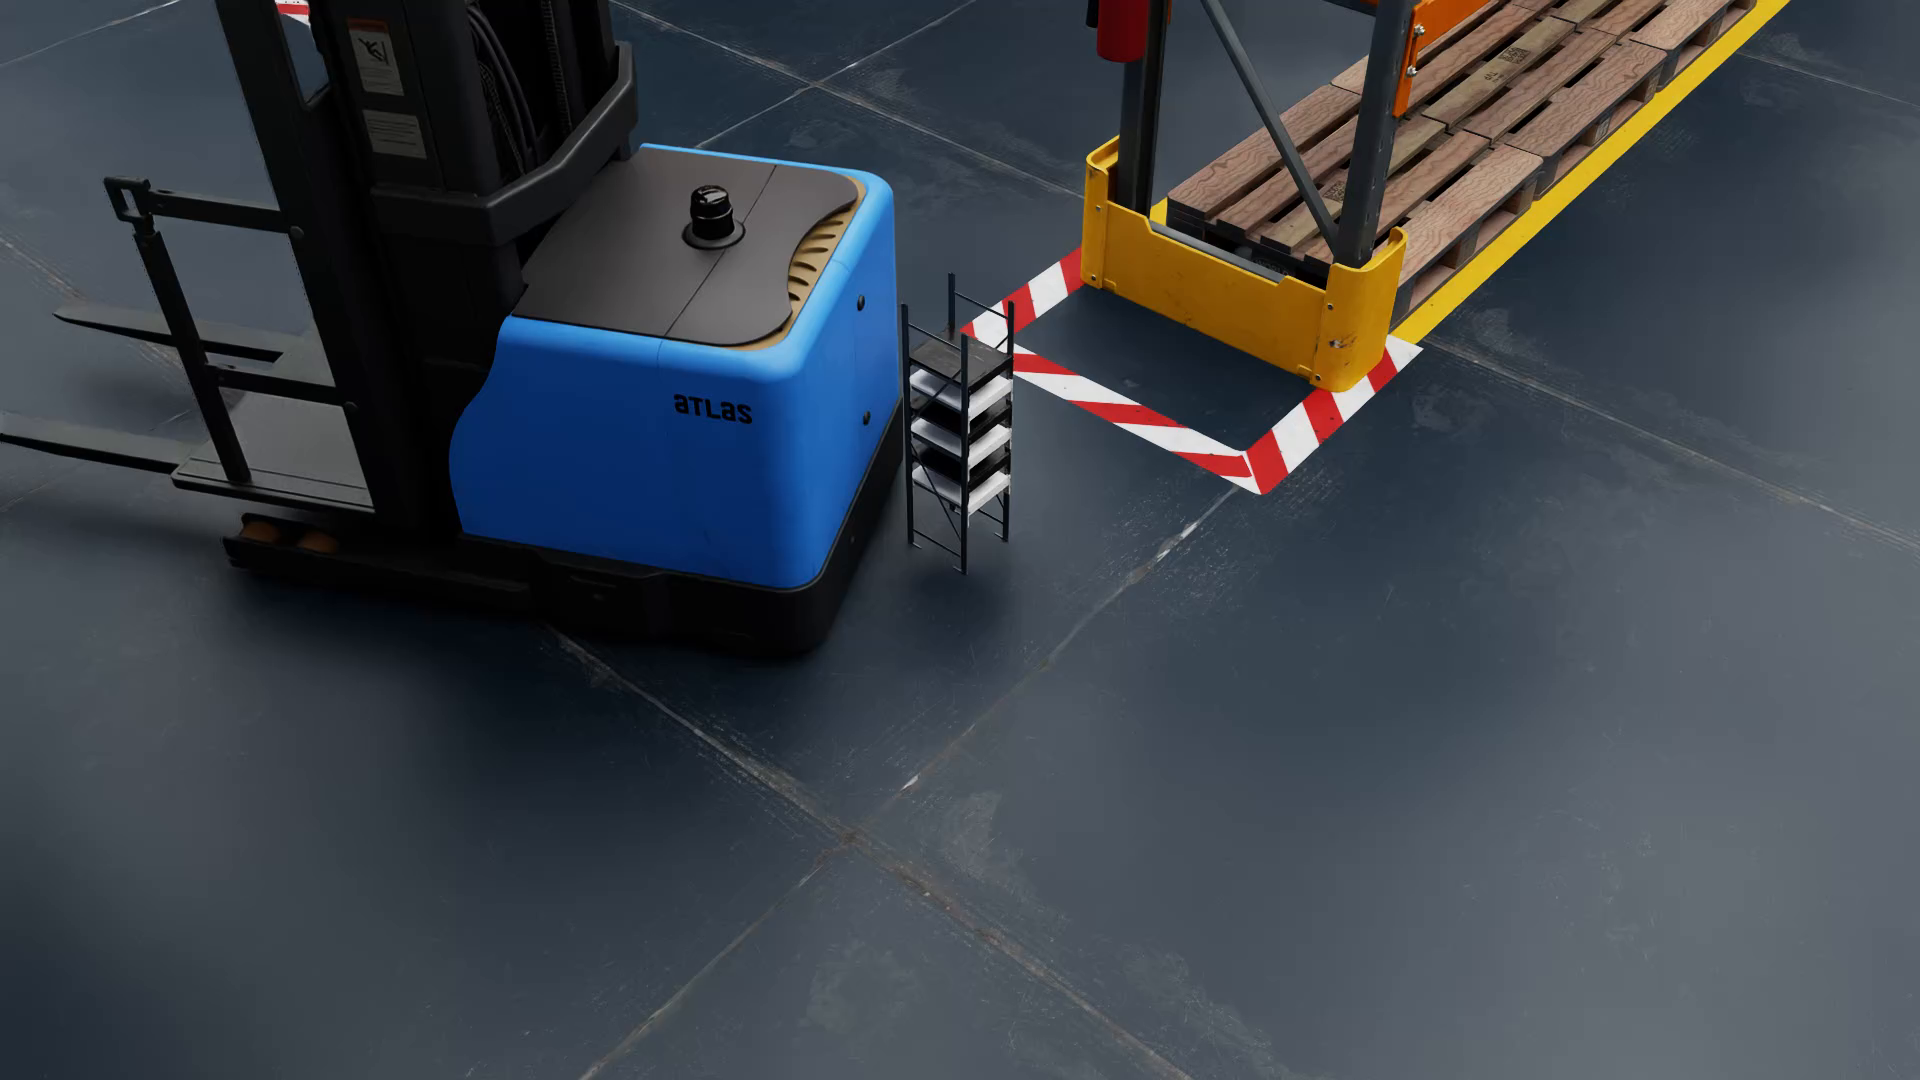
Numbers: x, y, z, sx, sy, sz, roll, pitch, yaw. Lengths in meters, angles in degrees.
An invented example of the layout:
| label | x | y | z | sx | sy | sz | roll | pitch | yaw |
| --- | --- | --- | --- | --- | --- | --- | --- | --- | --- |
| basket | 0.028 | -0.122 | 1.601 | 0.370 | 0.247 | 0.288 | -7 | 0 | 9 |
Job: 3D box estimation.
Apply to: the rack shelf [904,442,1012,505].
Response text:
| label | x | y | z | sx | sy | sz | roll | pitch | yaw |
| --- | --- | --- | --- | --- | --- | --- | --- | --- | --- |
| rack shelf | -0.005 | -0.238 | 5.026 | 0.258 | 0.077 | 0.200 | 29 | 50 | 28 |

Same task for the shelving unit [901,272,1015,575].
| label | x | y | z | sx | sy | sz | roll | pitch | yaw |
| --- | --- | --- | --- | --- | --- | --- | --- | --- | --- |
| shelving unit | -0.005 | -0.329 | 4.943 | 0.258 | 0.900 | 0.210 | 29 | 50 | 28 |

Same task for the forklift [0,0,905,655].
| label | x | y | z | sx | sy | sz | roll | pitch | yaw |
| --- | --- | --- | --- | --- | --- | --- | --- | --- | --- |
| forklift | -1.753 | -1.281 | 4.480 | 3.031 | 2.935 | 1.130 | 9 | 43 | 10 |

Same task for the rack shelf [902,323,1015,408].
| label | x | y | z | sx | sy | sz | roll | pitch | yaw |
| --- | --- | --- | --- | --- | --- | --- | --- | --- | --- |
| rack shelf | -0.005 | -0.504 | 4.783 | 0.258 | 0.077 | 0.200 | 29 | 50 | 28 |

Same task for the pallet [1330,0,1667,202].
| label | x | y | z | sx | sy | sz | roll | pitch | yaw |
| --- | --- | --- | --- | --- | --- | --- | --- | --- | --- |
| pallet | 2.341 | -1.967 | 7.257 | 1.003 | 0.211 | 1.213 | 29 | 50 | 28 |

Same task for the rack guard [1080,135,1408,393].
| label | x | y | z | sx | sy | sz | roll | pitch | yaw |
| --- | --- | --- | --- | --- | --- | --- | --- | --- | --- |
| rack guard | 0.990 | -1.023 | 6.004 | 1.175 | 0.500 | 0.348 | 29 | 50 | 28 |

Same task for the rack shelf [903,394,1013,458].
| label | x | y | z | sx | sy | sz | roll | pitch | yaw |
| --- | --- | --- | --- | --- | --- | --- | --- | --- | --- |
| rack shelf | -0.005 | -0.371 | 4.905 | 0.258 | 0.077 | 0.200 | 29 | 50 | 28 |

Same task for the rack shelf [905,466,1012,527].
| label | x | y | z | sx | sy | sz | roll | pitch | yaw |
| --- | --- | --- | --- | --- | --- | --- | --- | --- | --- |
| rack shelf | -0.005 | -0.171 | 5.086 | 0.258 | 0.077 | 0.200 | 29 | 50 | 28 |

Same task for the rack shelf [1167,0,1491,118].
| label | x | y | z | sx | sy | sz | roll | pitch | yaw |
| --- | --- | --- | --- | --- | --- | --- | --- | --- | --- |
| rack shelf | 2.282 | -2.730 | 6.557 | 1.077 | 0.370 | 4.000 | 29 | 50 | 28 |

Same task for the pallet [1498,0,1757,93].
| label | x | y | z | sx | sy | sz | roll | pitch | yaw |
| --- | --- | --- | --- | --- | --- | --- | --- | --- | --- |
| pallet | 3.126 | -2.598 | 7.951 | 1.003 | 0.211 | 1.213 | 29 | 50 | 28 |

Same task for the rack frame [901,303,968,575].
| label | x | y | z | sx | sy | sz | roll | pitch | yaw |
| --- | --- | --- | --- | --- | --- | --- | --- | --- | --- |
| rack frame | -0.071 | -0.276 | 4.885 | 0.240 | 0.900 | 0.006 | 29 | 50 | 28 |

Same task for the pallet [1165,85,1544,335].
| label | x | y | z | sx | sy | sz | roll | pitch | yaw |
| --- | --- | --- | --- | --- | --- | --- | --- | --- | --- |
| pallet | 1.555 | -1.342 | 6.569 | 1.003 | 0.211 | 1.213 | 29 | 50 | 28 |

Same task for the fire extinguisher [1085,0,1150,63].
| label | x | y | z | sx | sy | sz | roll | pitch | yaw |
| --- | --- | --- | --- | --- | --- | --- | --- | --- | --- |
| fire extinguisher | 0.550 | -1.918 | 5.465 | 0.296 | 0.674 | 0.183 | 29 | 50 | 28 |

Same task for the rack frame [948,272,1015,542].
| label | x | y | z | sx | sy | sz | roll | pitch | yaw |
| --- | --- | --- | --- | --- | --- | --- | --- | --- | --- |
| rack frame | 0.060 | -0.381 | 5.000 | 0.240 | 0.900 | 0.006 | 29 | 50 | 28 |

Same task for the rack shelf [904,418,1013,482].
| label | x | y | z | sx | sy | sz | roll | pitch | yaw |
| --- | --- | --- | --- | --- | --- | --- | --- | --- | --- |
| rack shelf | -0.005 | -0.304 | 4.965 | 0.258 | 0.077 | 0.200 | 29 | 50 | 28 |

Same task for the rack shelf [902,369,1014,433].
| label | x | y | z | sx | sy | sz | roll | pitch | yaw |
| --- | --- | --- | --- | --- | --- | --- | --- | --- | --- |
| rack shelf | -0.005 | -0.437 | 4.844 | 0.258 | 0.077 | 0.200 | 29 | 50 | 28 |

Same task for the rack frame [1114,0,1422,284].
| label | x | y | z | sx | sy | sz | roll | pitch | yaw |
| --- | --- | --- | --- | --- | --- | --- | --- | --- | --- |
| rack frame | 0.995 | -1.966 | 5.182 | 1.000 | 3.000 | 0.127 | 29 | 50 | 28 |
